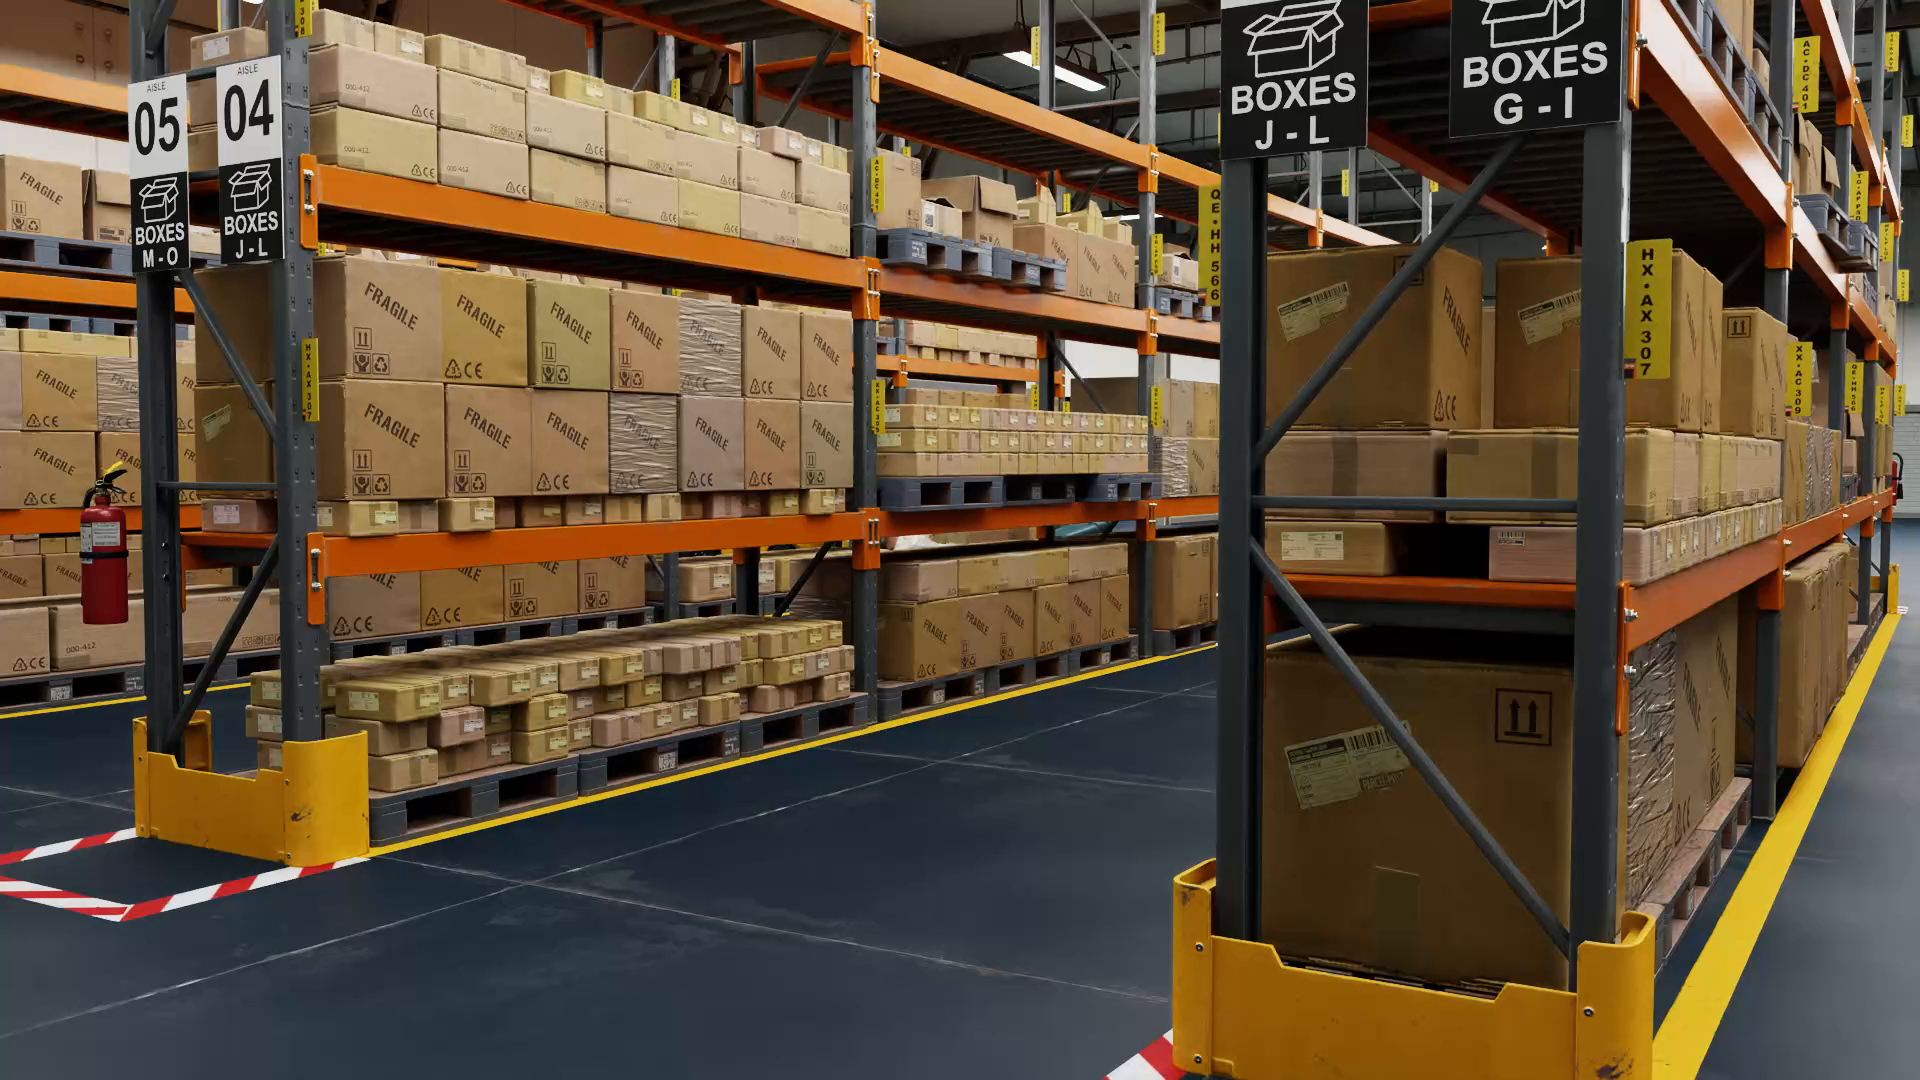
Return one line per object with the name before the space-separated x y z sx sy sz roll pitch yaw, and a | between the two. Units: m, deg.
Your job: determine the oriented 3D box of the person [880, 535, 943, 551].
person | -0.430 0.327 17.250 0.953 0.919 0.552 2 3 31
